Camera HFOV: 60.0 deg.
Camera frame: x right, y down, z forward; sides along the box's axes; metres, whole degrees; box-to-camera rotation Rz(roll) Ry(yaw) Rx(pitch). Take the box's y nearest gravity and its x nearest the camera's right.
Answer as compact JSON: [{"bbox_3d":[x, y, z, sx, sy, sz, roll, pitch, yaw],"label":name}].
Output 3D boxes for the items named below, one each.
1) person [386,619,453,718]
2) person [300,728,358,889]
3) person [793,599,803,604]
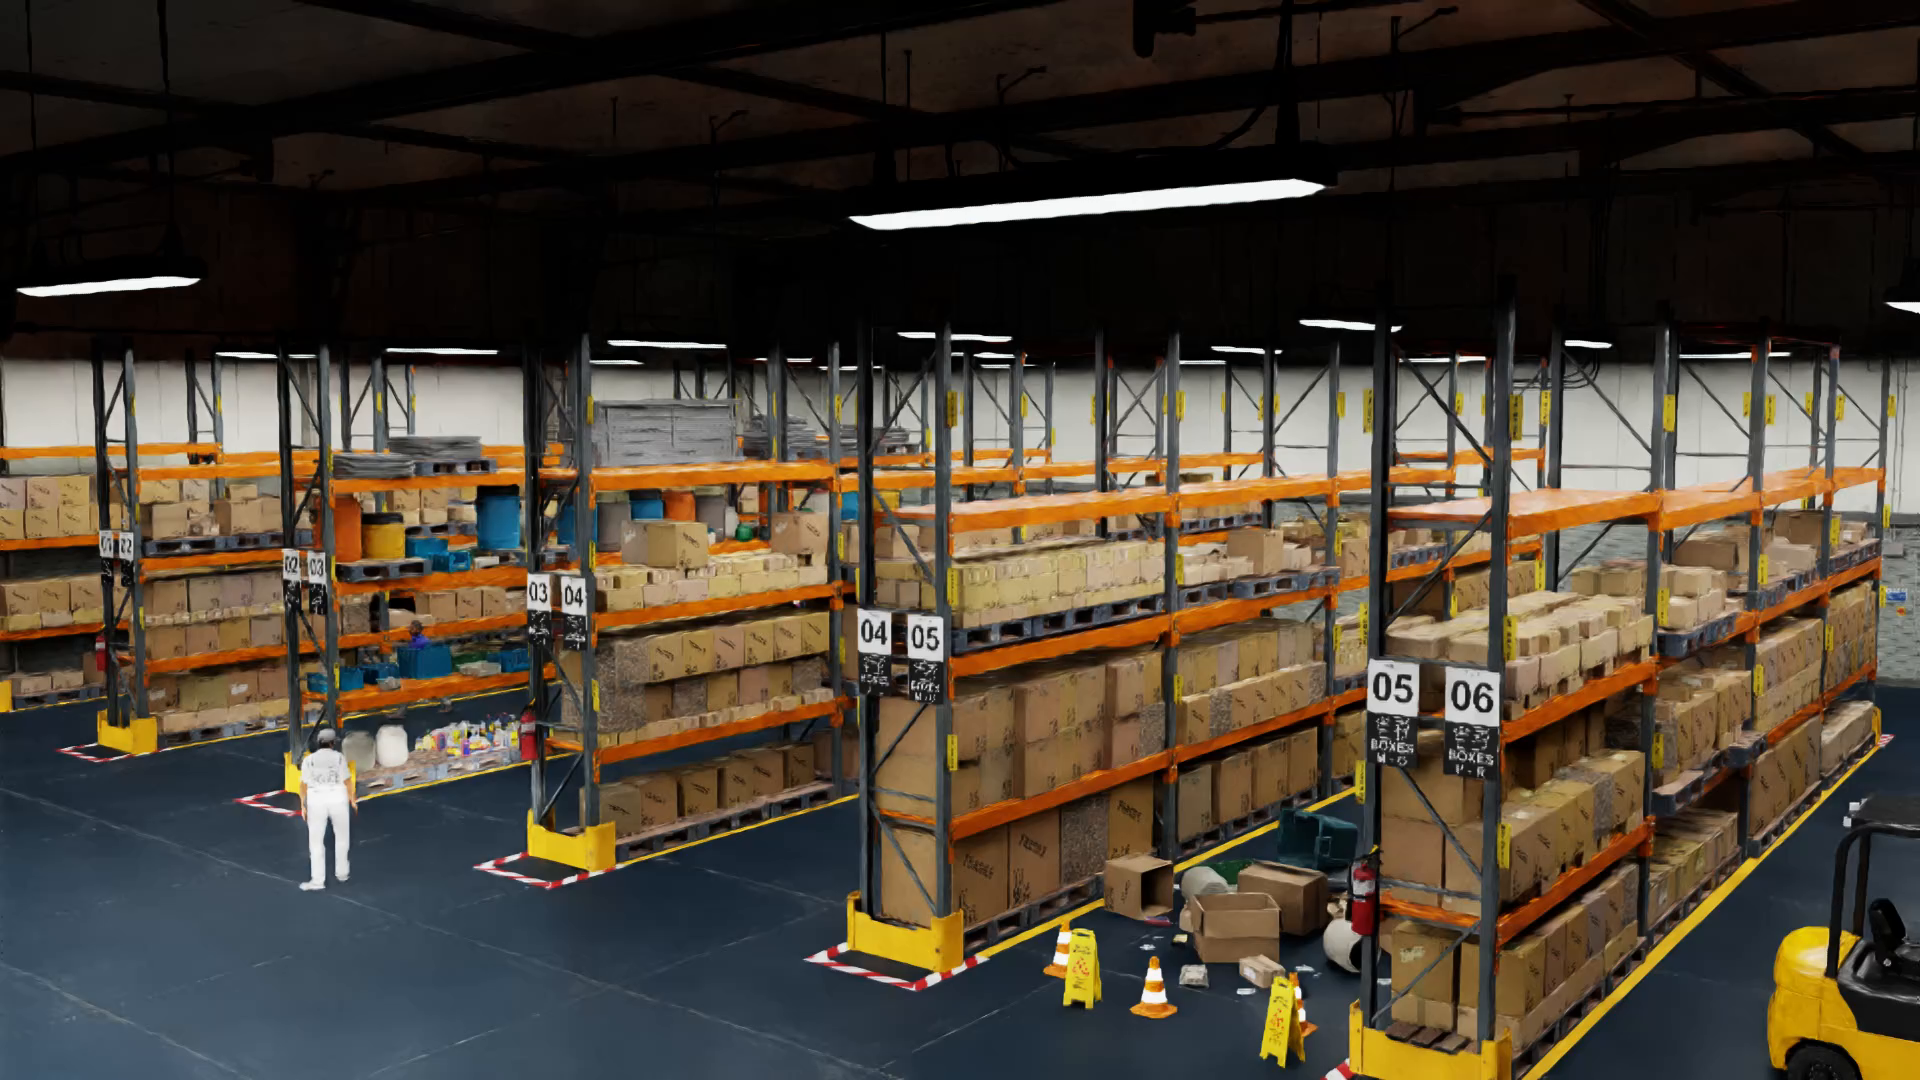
[{"bbox_3d":[-8.631,2.059,26.612,0.445,1.551,1.091,4,6,35],"label":"person"},{"bbox_3d":[-6.667,2.802,17.534,0.605,1.658,0.562,-2,6,-26],"label":"person"},{"bbox_3d":[-3.023,1.556,32.234,0.592,1.629,0.532,3,6,35],"label":"person"}]
